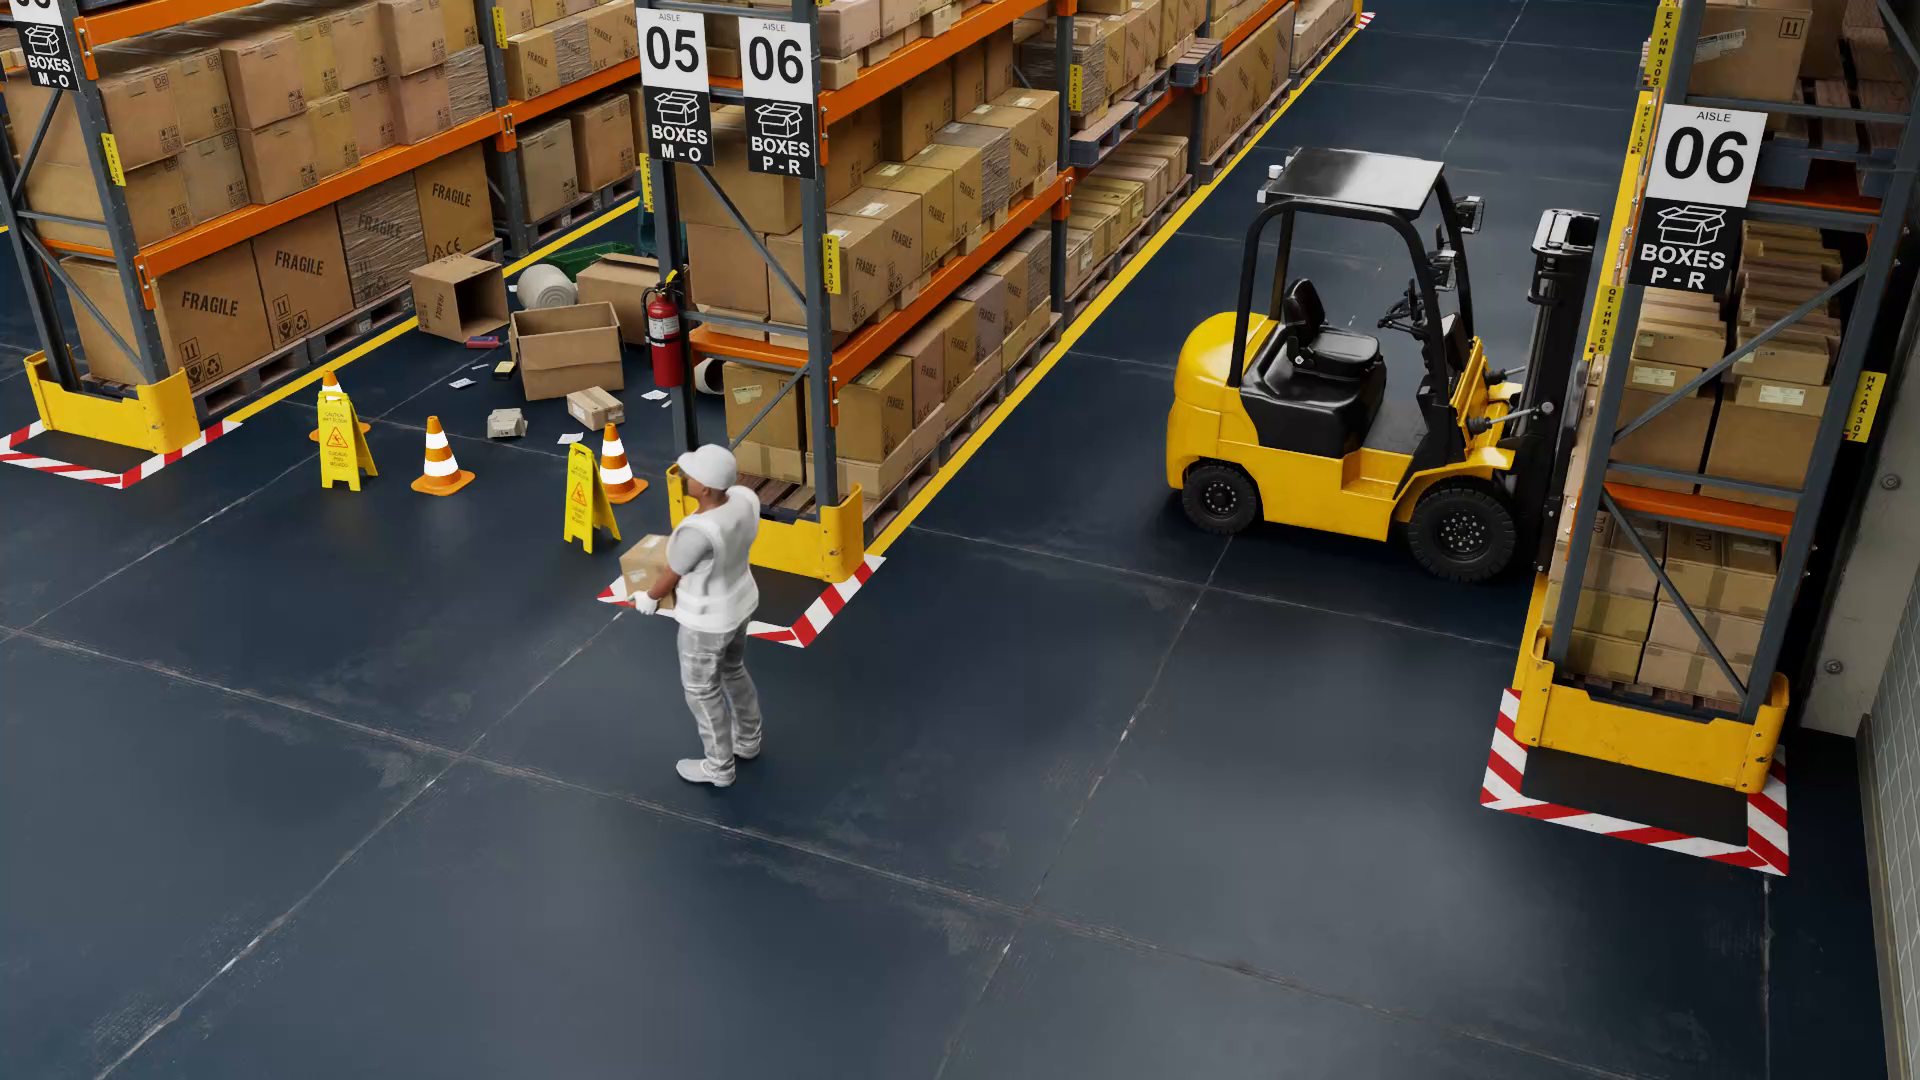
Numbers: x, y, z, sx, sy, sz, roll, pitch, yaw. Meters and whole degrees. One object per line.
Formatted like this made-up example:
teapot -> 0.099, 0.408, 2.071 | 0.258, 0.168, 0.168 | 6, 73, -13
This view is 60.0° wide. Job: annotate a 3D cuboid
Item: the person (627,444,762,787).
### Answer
person -> -1.238, 0.327, 7.803 | 0.574, 1.780, 0.490 | 12, 31, 20
